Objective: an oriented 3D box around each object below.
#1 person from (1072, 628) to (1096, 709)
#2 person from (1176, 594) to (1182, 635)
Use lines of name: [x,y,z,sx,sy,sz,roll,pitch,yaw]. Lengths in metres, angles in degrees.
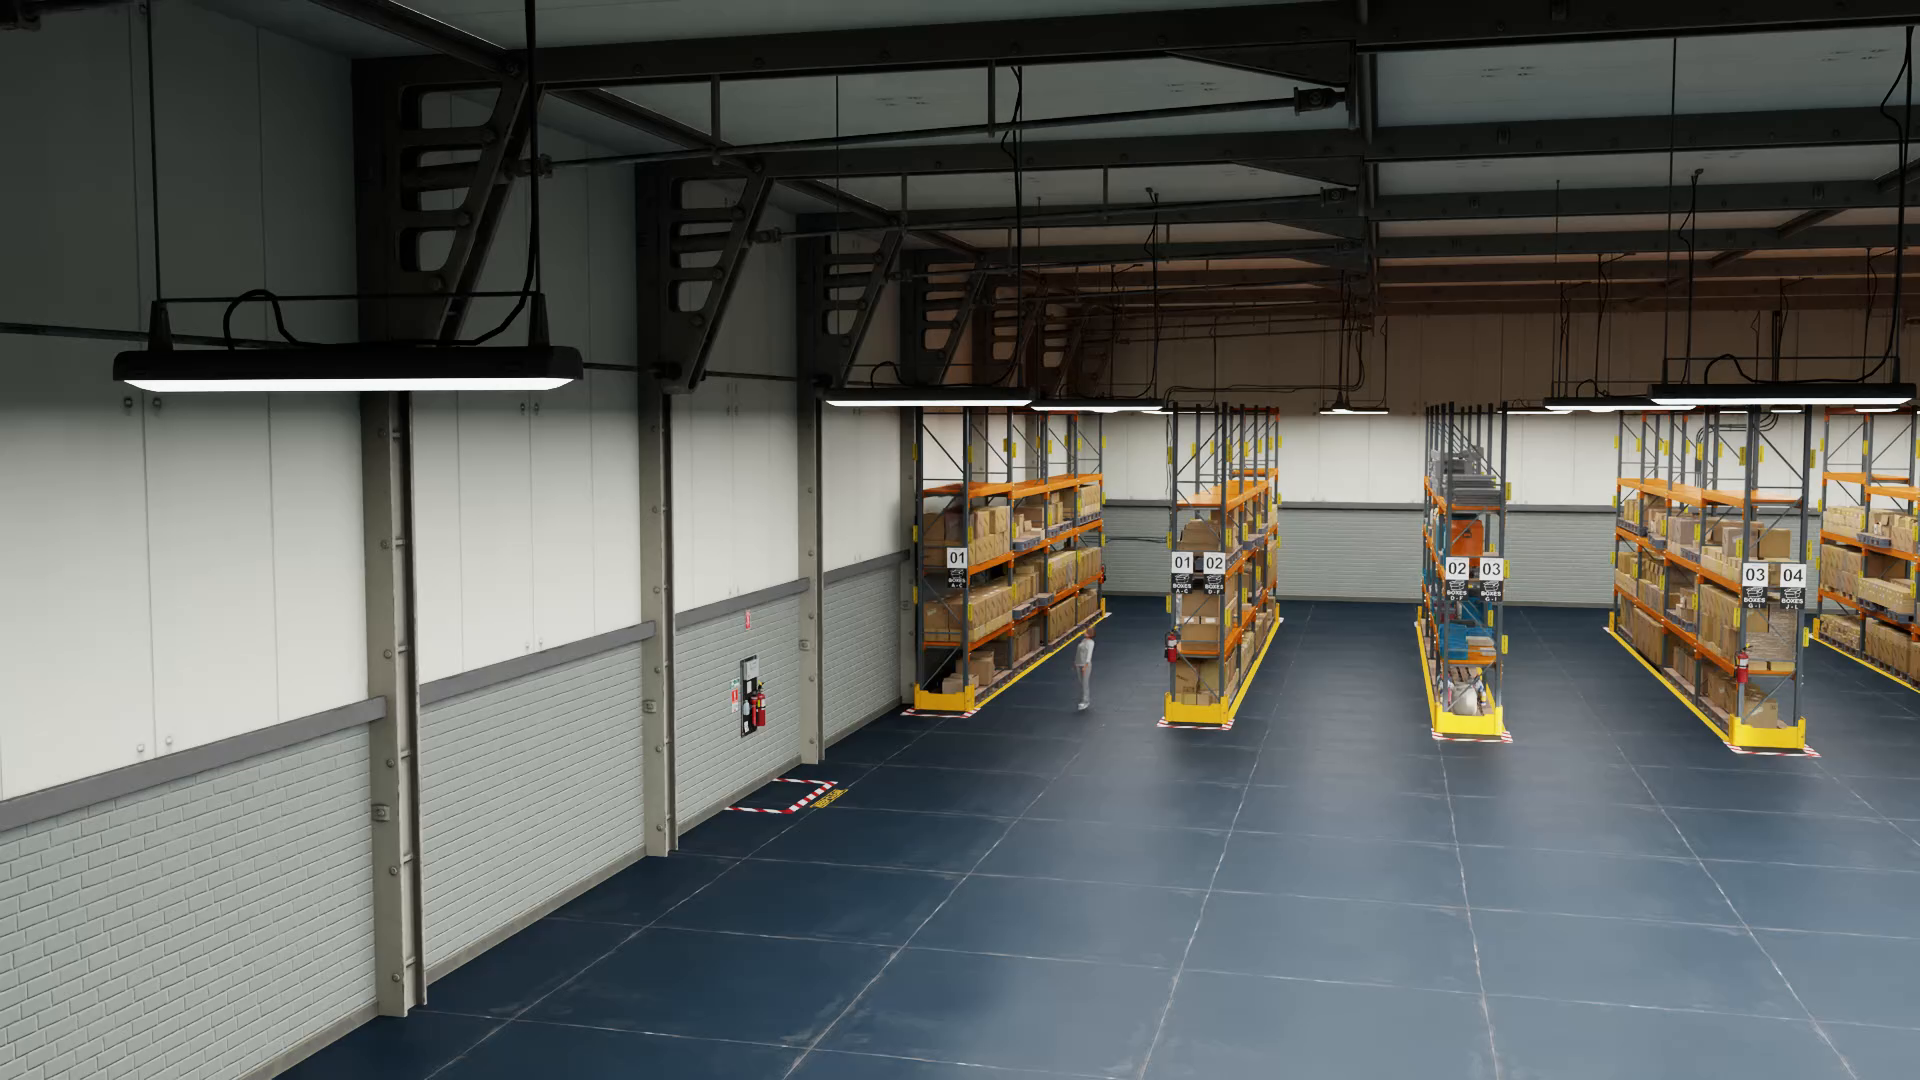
person: [2.436,2.525,32.845,0.490,1.590,0.444,-4,6,-41]
person: [5.828,1.590,43.986,0.379,1.821,0.630,3,5,33]
